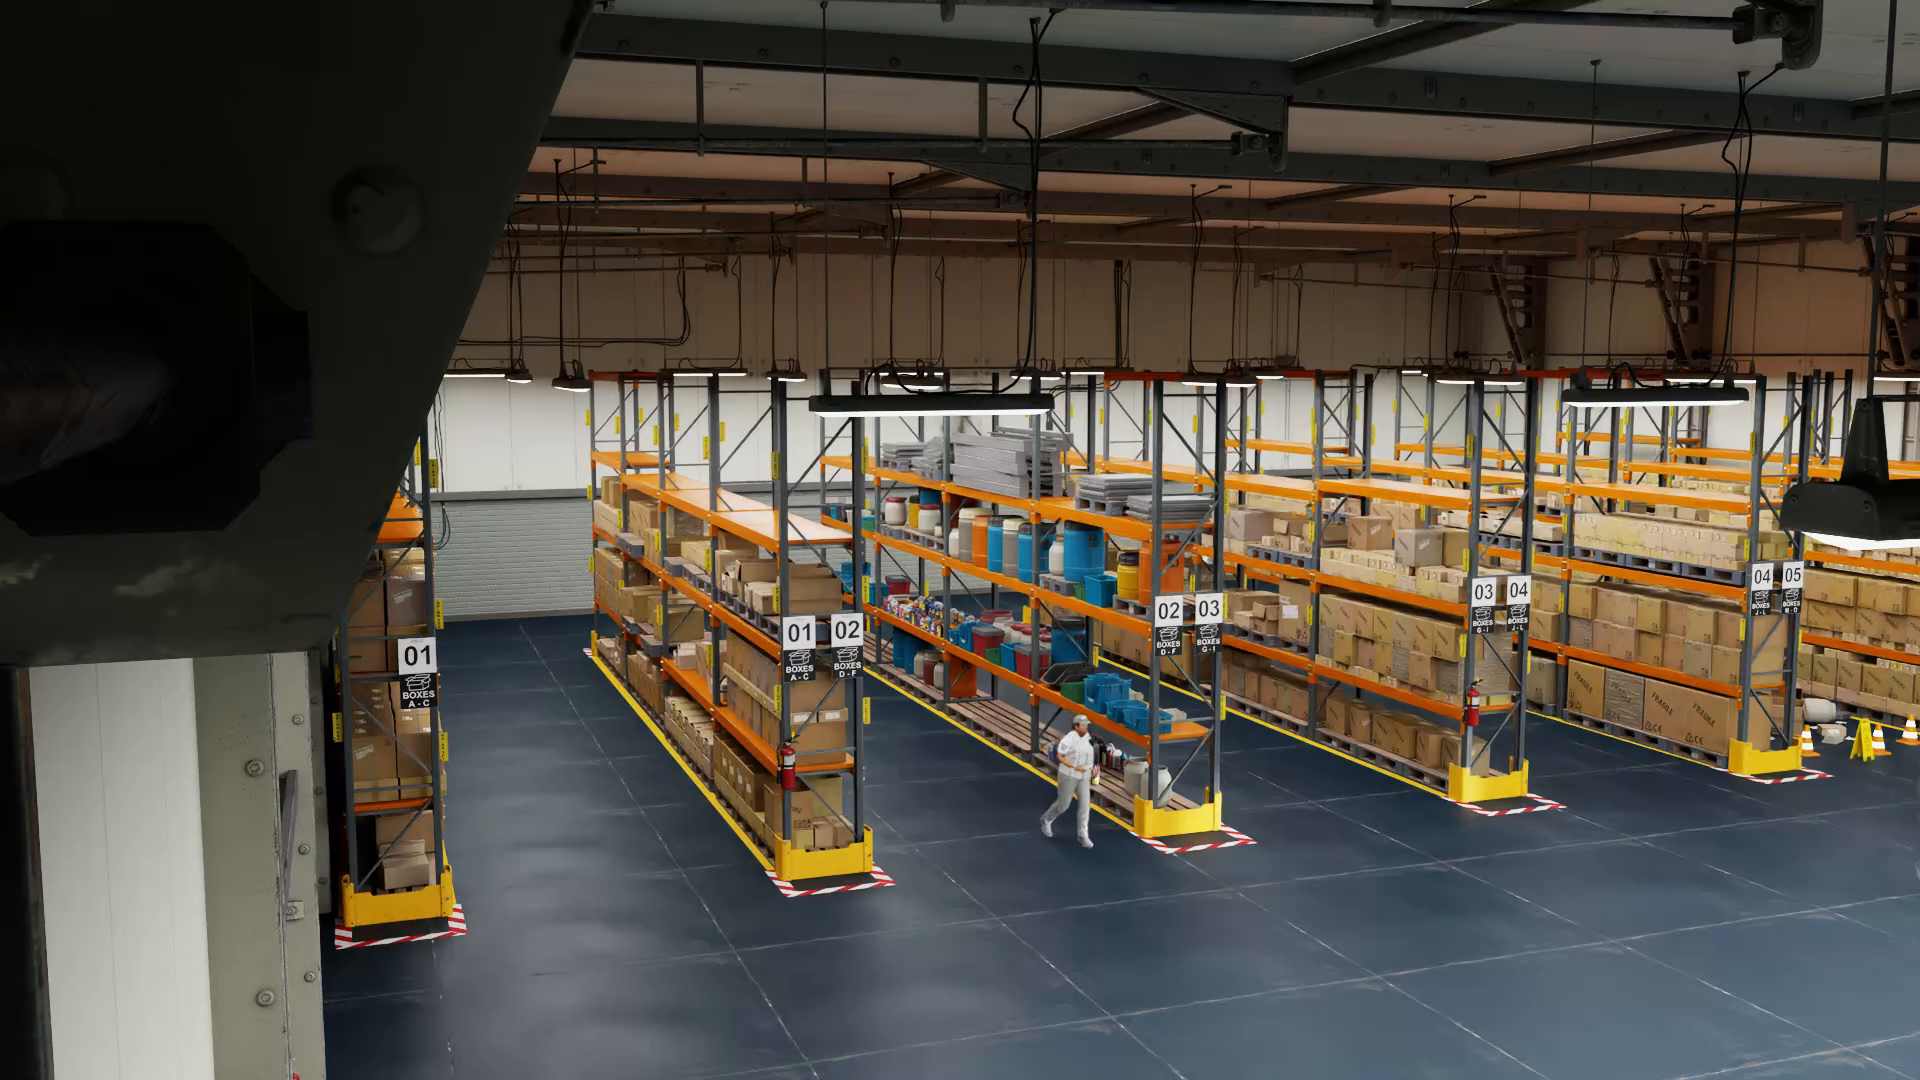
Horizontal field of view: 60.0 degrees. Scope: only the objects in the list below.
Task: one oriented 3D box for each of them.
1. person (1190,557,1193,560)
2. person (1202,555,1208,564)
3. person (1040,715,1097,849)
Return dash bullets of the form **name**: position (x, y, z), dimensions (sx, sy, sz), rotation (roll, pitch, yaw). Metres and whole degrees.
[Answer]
- **person**: position (5.389, 1.190, 38.744), dimensions (0.630, 1.624, 0.902), rotation (-1, 7, -13)
- **person**: position (5.904, 0.941, 41.041), dimensions (0.669, 1.727, 0.583), rotation (-6, 9, -42)
- **person**: position (1.509, 3.093, 21.665), dimensions (0.639, 1.670, 0.854), rotation (-5, 8, -36)
